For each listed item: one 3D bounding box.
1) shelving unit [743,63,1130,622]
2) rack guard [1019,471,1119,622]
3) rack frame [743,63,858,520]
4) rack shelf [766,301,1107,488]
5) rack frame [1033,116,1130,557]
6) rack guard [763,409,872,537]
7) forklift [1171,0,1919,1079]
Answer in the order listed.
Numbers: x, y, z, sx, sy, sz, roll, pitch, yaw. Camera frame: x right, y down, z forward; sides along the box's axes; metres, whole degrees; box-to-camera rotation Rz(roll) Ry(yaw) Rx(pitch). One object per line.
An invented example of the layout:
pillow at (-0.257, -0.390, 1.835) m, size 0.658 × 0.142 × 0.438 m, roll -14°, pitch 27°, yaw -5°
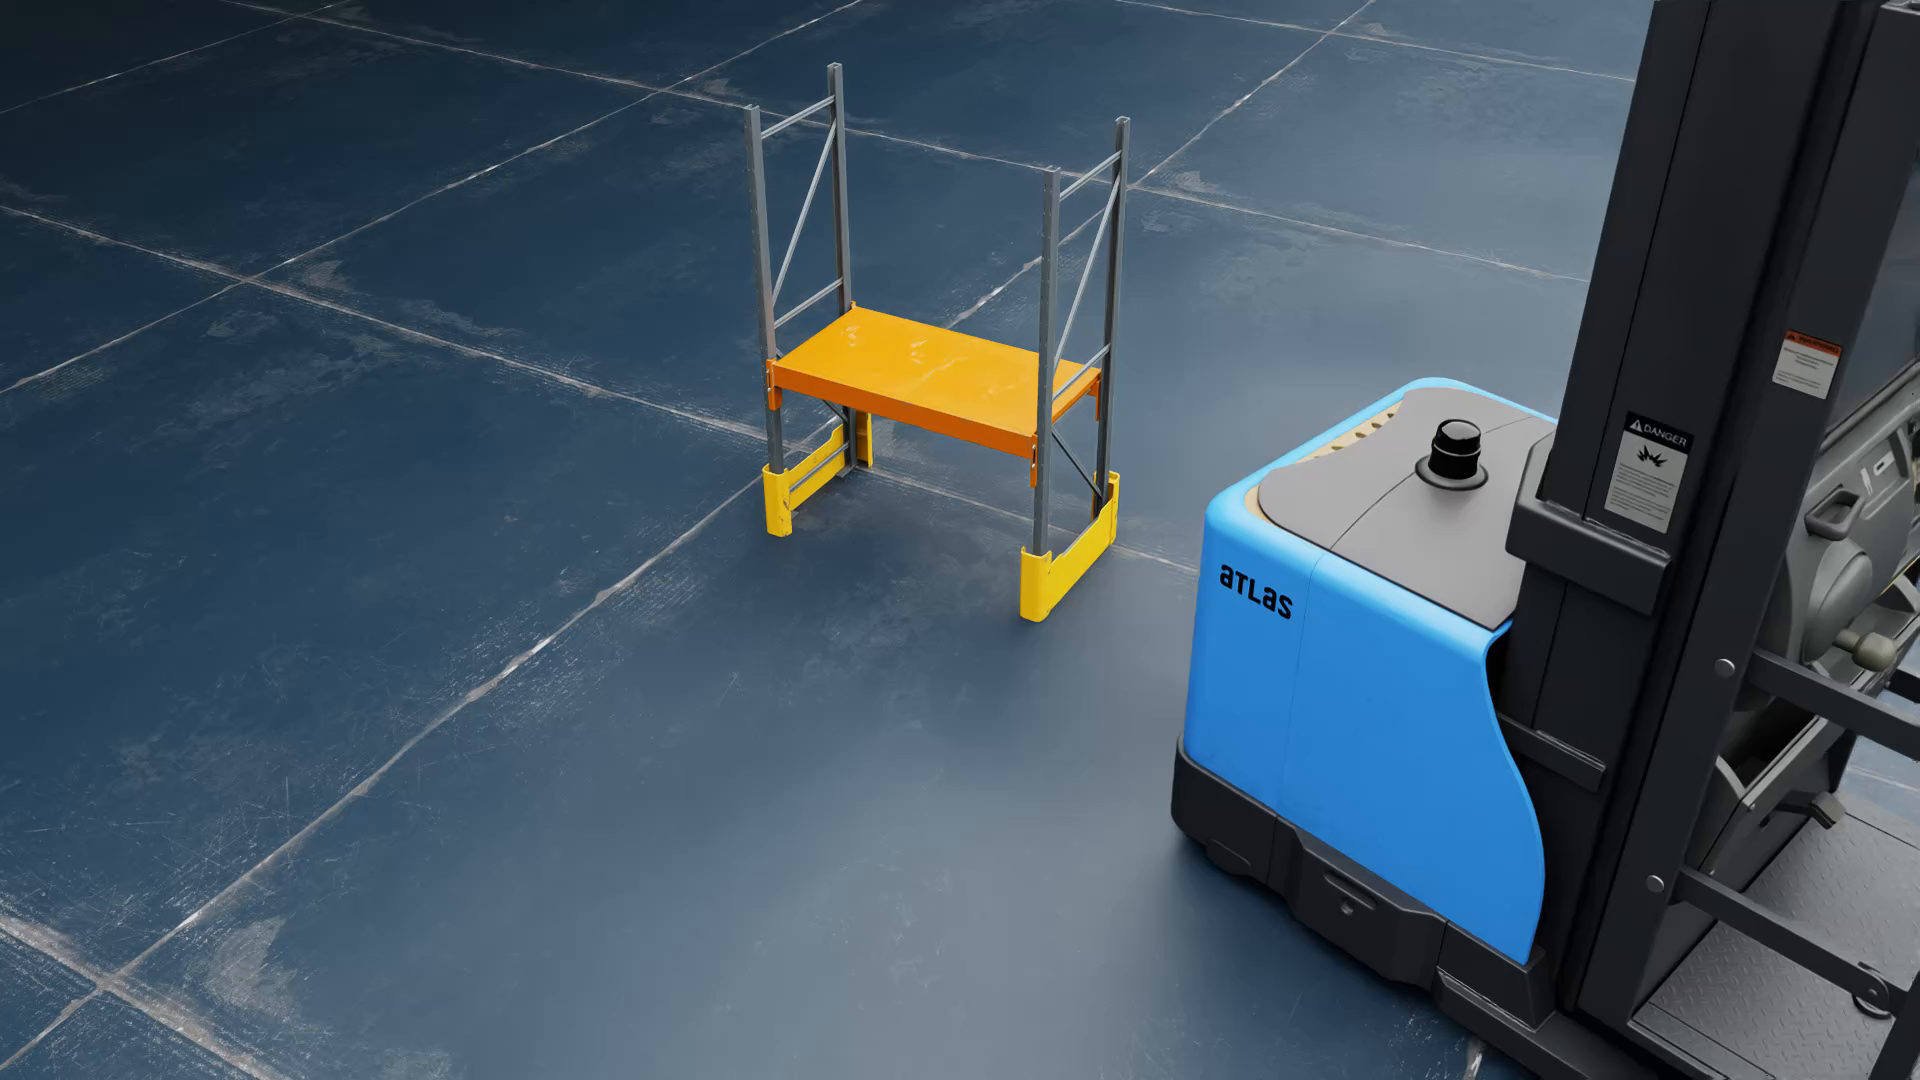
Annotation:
shelving unit at (-0.066, -0.645, 5.366) m, size 1.083 × 1.500 × 0.587 m, roll 18°, pitch 37°, yaw 24°
rack guard at (0.366, 0.012, 5.507) m, size 0.087 × 0.250 × 0.587 m, roll 18°, pitch 37°, yaw 24°
rack frame at (-0.515, -0.788, 5.579) m, size 0.032 × 1.500 × 0.500 m, roll 18°, pitch 37°, yaw 24°
rack shelf at (-0.074, -0.498, 5.469) m, size 1.000 × 0.185 × 0.538 m, roll 18°, pitch 37°, yaw 24°
rack frame at (0.367, -0.508, 5.160) m, size 0.032 × 1.500 × 0.500 m, roll 18°, pitch 37°, yaw 24°
rack guard at (-0.499, -0.262, 5.918) m, size 0.087 × 0.250 × 0.587 m, roll 18°, pitch 37°, yaw 24°
forklift at (1.953, -0.015, 3.128) m, size 1.130 × 2.935 × 3.031 m, roll -28°, pitch 43°, yaw -35°
